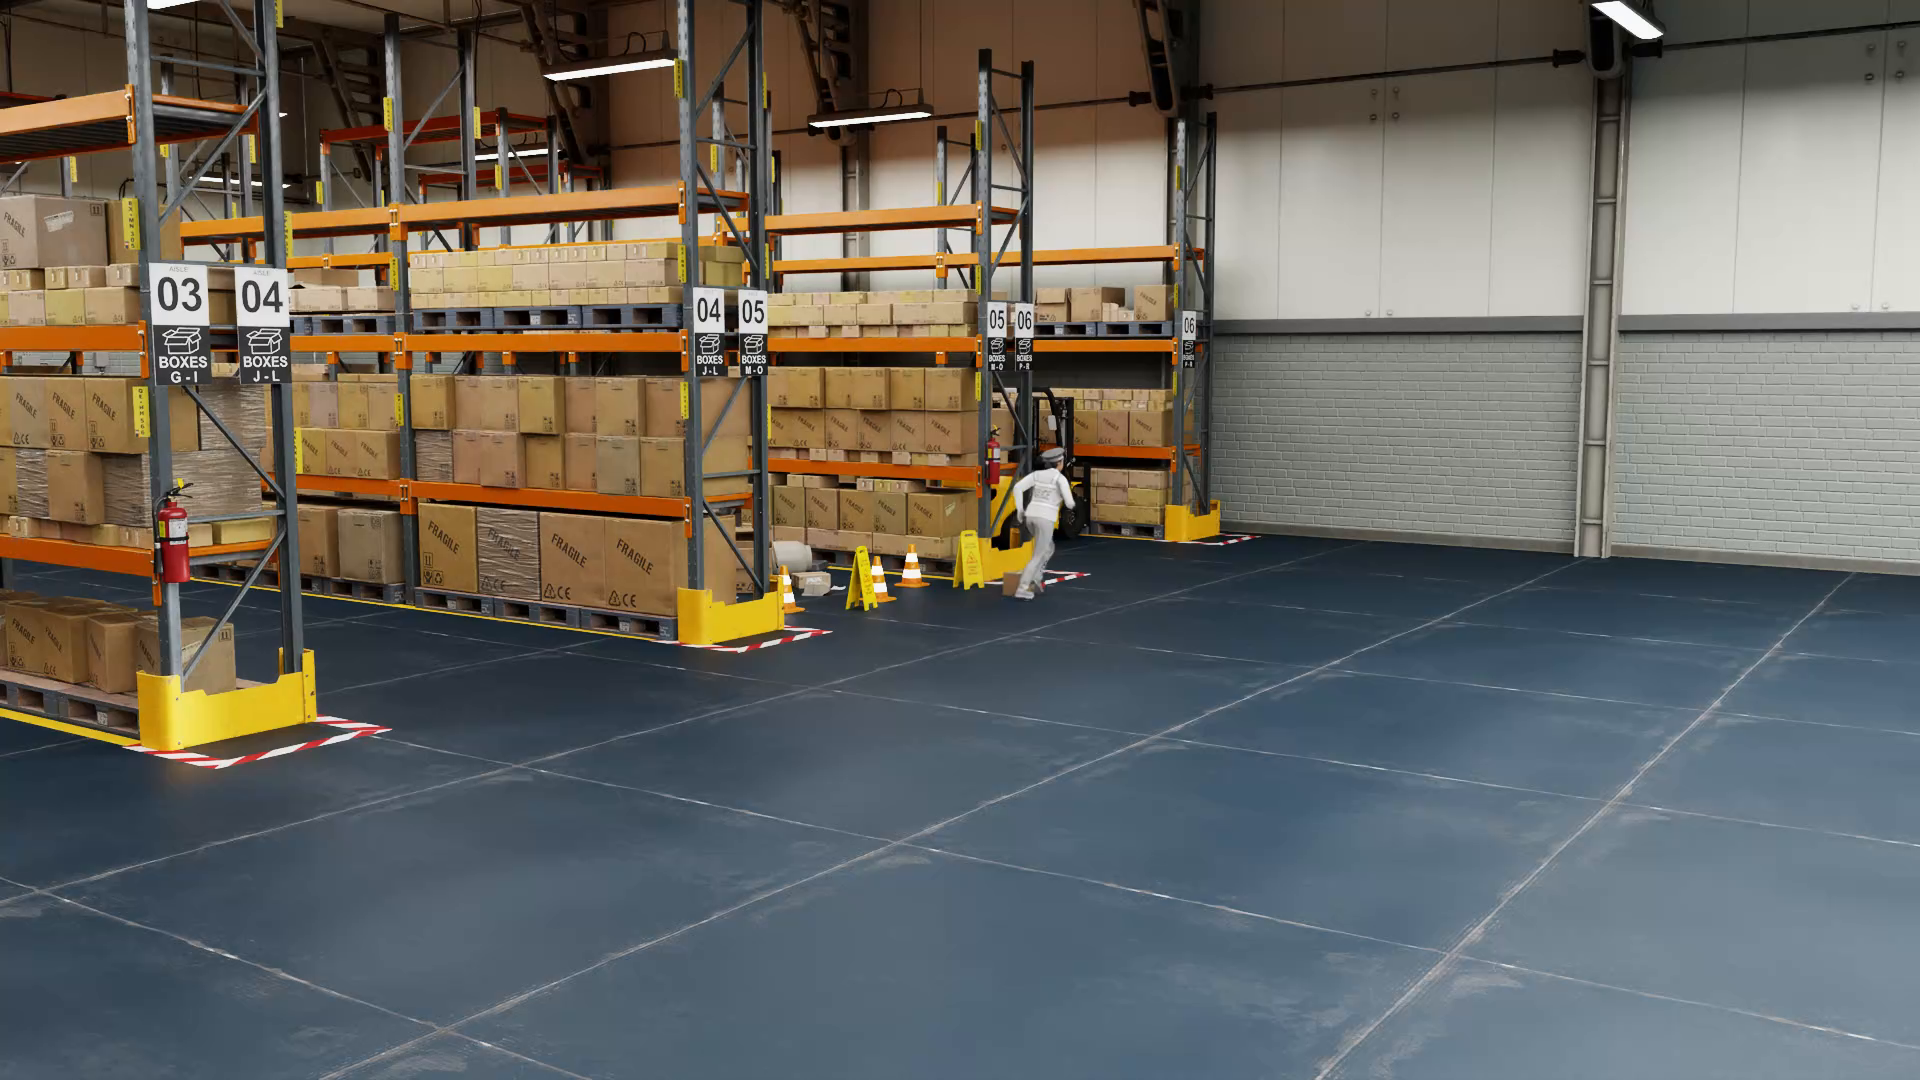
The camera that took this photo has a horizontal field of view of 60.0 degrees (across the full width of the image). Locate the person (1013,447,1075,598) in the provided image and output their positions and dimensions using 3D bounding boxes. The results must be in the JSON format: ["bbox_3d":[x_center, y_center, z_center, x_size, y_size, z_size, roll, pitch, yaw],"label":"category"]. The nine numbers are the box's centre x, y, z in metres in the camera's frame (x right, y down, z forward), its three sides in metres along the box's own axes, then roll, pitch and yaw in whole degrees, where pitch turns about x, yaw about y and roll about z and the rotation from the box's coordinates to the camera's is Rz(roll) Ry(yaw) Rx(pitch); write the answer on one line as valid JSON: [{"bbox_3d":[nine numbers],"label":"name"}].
[{"bbox_3d":[0.899,-0.183,17.831,0.874,1.611,0.614,-6,9,-43],"label":"person"}]
